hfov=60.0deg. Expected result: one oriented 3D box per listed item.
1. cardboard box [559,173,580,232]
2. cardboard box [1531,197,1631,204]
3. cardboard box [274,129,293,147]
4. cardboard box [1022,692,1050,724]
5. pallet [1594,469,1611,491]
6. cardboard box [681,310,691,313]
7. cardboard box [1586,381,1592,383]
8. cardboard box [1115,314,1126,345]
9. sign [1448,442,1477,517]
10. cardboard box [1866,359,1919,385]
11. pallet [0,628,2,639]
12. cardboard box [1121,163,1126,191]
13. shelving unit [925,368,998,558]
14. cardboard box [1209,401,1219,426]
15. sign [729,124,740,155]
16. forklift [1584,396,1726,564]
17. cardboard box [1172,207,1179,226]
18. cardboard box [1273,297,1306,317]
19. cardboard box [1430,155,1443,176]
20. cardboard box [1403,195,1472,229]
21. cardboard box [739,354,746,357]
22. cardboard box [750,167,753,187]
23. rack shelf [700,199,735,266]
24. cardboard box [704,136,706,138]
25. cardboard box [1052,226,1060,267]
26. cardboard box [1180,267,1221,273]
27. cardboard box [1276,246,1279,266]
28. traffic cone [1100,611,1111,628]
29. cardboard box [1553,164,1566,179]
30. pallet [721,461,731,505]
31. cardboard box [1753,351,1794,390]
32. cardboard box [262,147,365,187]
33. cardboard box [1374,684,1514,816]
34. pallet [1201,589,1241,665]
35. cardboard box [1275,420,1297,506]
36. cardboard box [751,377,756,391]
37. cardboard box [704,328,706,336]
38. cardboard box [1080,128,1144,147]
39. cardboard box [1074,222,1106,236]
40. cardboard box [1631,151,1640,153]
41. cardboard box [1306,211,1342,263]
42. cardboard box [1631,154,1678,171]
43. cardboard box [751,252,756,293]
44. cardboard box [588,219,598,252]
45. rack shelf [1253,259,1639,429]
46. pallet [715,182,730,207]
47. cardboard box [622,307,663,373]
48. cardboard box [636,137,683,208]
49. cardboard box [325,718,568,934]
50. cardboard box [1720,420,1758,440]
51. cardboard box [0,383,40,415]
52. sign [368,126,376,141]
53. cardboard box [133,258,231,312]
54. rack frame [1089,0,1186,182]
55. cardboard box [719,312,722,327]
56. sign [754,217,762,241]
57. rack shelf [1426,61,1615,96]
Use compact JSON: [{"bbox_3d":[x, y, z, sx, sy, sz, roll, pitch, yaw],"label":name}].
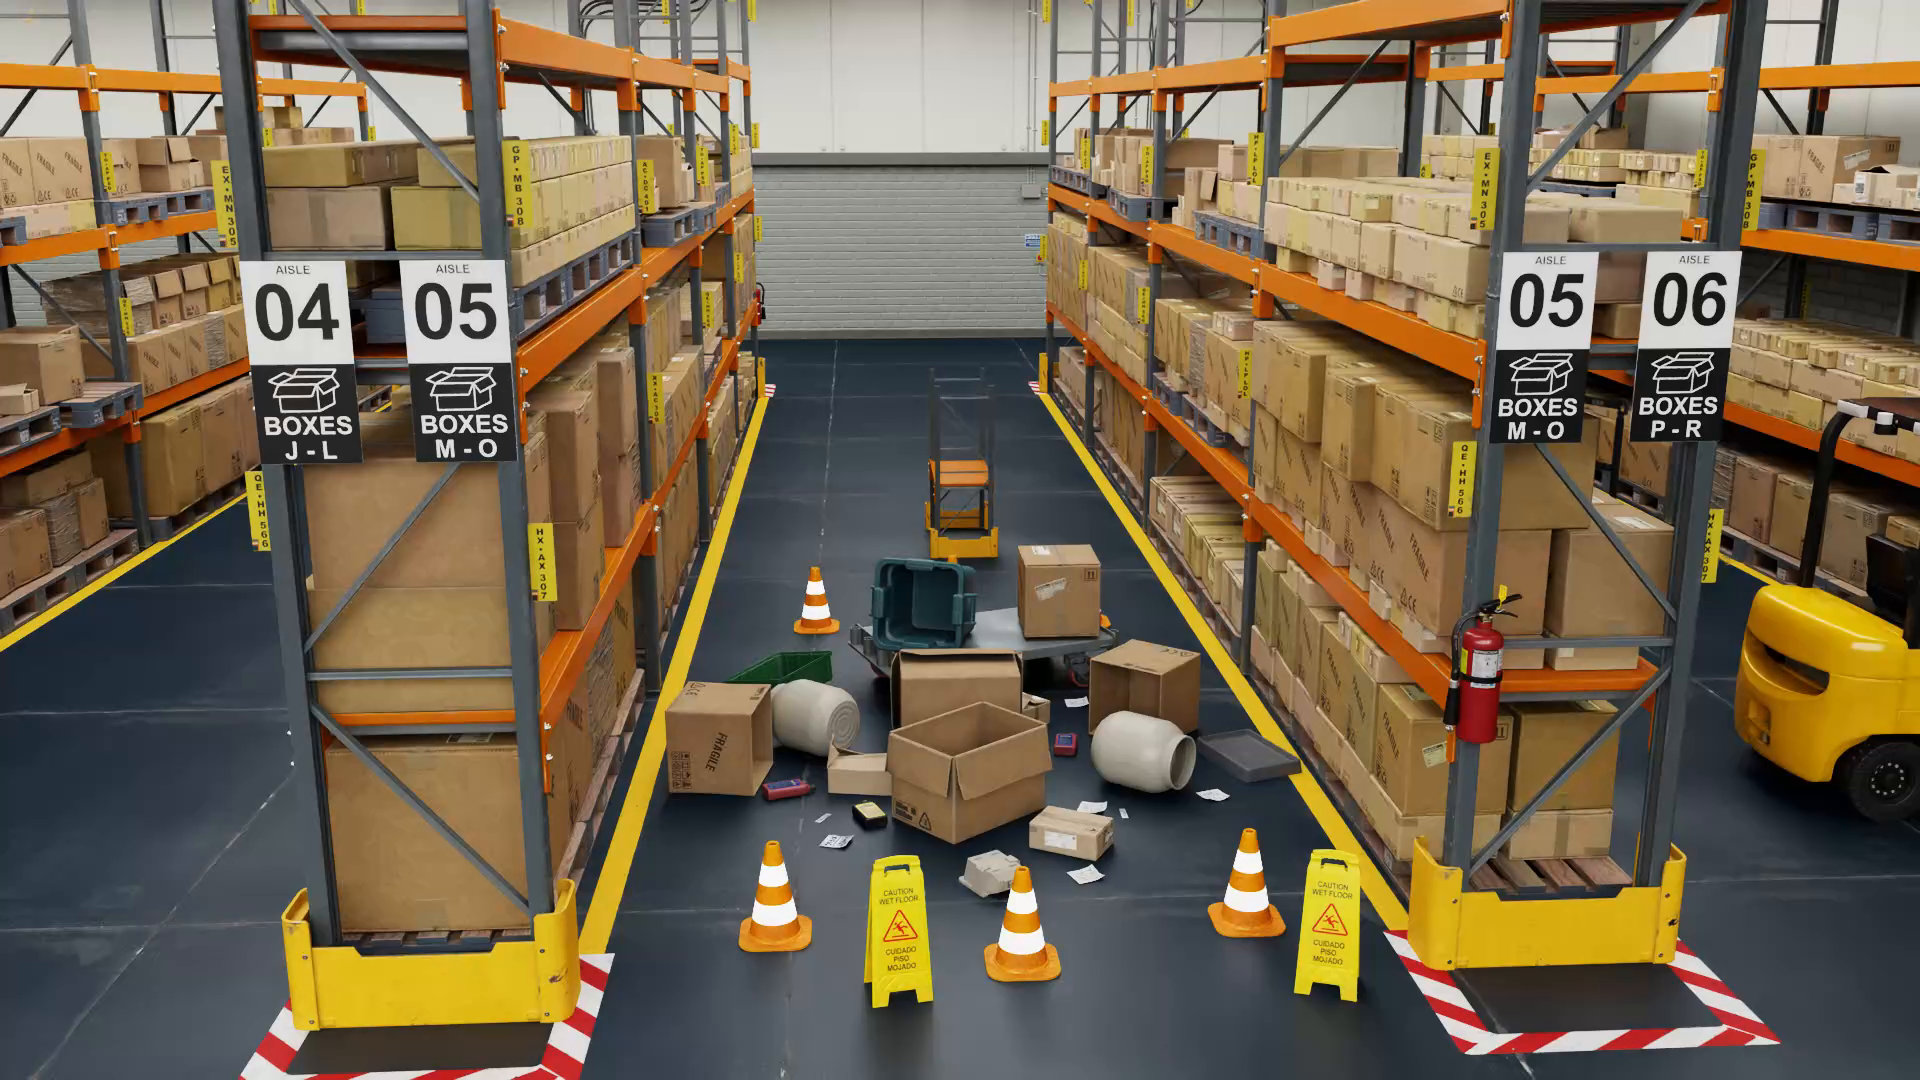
[{"bbox_3d":[-2.089,-1.596,7.851,0.500,0.250,0.500,-1,14,-4],"label":"cardboard box"},{"bbox_3d":[2.938,-1.544,7.891,0.380,0.149,0.250,-1,14,-4],"label":"cardboard box"},{"bbox_3d":[-8.088,-4.458,19.069,0.700,0.500,0.500,0,14,-1],"label":"cardboard box"},{"bbox_3d":[0.344,1.019,10.533,0.258,0.266,0.396,-13,20,-42],"label":"cardboard box"},{"bbox_3d":[7.060,-0.752,17.524,1.003,0.211,1.213,-1,14,-3],"label":"pallet"},{"bbox_3d":[-2.612,-2.050,15.440,0.380,0.149,0.250,-1,14,-4],"label":"cardboard box"},{"bbox_3d":[6.772,-1.690,18.448,0.380,0.149,0.250,-2,15,-6],"label":"cardboard box"},{"bbox_3d":[1.816,-2.076,16.373,0.500,0.250,0.500,-1,14,-5],"label":"cardboard box"},{"bbox_3d":[2.128,-0.256,7.044,0.100,0.325,0.005,-1,14,-3],"label":"sign"},{"bbox_3d":[7.001,-1.251,12.368,0.380,0.149,0.250,-1,14,-5],"label":"cardboard box"},{"bbox_3d":[-7.505,0.769,11.614,1.003,0.211,1.213,-1,14,-3],"label":"pallet"},{"bbox_3d":[1.753,-3.464,15.876,0.396,0.266,0.258,-1,14,-5],"label":"cardboard box"},{"bbox_3d":[0.005,-0.707,14.766,0.587,1.500,1.083,-1,14,-3],"label":"shelving unit"},{"bbox_3d":[2.058,-0.939,12.317,0.380,0.149,0.250,-1,14,-3],"label":"cardboard box"},{"bbox_3d":[-2.441,-4.332,17.996,0.100,0.325,0.005,-1,14,-3],"label":"sign"},{"bbox_3d":[5.118,-1.302,14.204,1.130,2.935,3.031,-9,17,-30],"label":"forklift"},{"bbox_3d":[2.037,-2.786,14.318,0.380,0.149,0.250,-1,14,-3],"label":"cardboard box"},{"bbox_3d":[2.571,-1.843,13.228,0.380,0.149,0.250,-2,15,-6],"label":"cardboard box"},{"bbox_3d":[6.453,-4.886,21.681,0.500,0.250,0.500,-1,14,-2],"label":"cardboard box"},{"bbox_3d":[2.384,-1.595,8.092,0.380,0.149,0.250,-1,14,-3],"label":"cardboard box"},{"bbox_3d":[-2.998,-2.343,21.799,0.380,0.149,0.250,-1,14,-2],"label":"cardboard box"},{"bbox_3d":[-2.950,-4.695,21.534,0.500,0.250,0.500,-1,14,-5],"label":"cardboard box"},{"bbox_3d":[-2.871,-3.036,16.229,1.077,0.370,4.000,-1,14,-3],"label":"rack shelf"},{"bbox_3d":[-3.452,-5.091,21.272,0.380,0.149,0.250,0,14,-1],"label":"cardboard box"},{"bbox_3d":[1.476,-3.806,21.590,0.500,0.500,0.500,-1,14,-5],"label":"cardboard box"},{"bbox_3d":[2.361,-2.318,15.808,0.500,0.500,0.500,-1,14,-3],"label":"cardboard box"},{"bbox_3d":[2.208,-1.790,10.447,0.380,0.149,0.250,-1,14,-4],"label":"cardboard box"},{"bbox_3d":[0.961,0.401,12.539,0.336,0.463,0.334,-1,14,-3],"label":"traffic cone"},{"bbox_3d":[6.541,-3.920,17.682,0.380,0.149,0.250,-1,14,-3],"label":"cardboard box"},{"bbox_3d":[-2.866,-0.581,16.859,1.003,0.211,1.213,-1,14,-3],"label":"pallet"},{"bbox_3d":[6.969,-1.414,13.798,0.500,0.250,0.500,-1,14,-5],"label":"cardboard box"},{"bbox_3d":[-2.611,-1.492,6.646,0.380,0.149,0.250,-1,14,-3],"label":"cardboard box"},{"bbox_3d":[2.373,1.024,8.198,0.500,0.500,0.500,-1,14,-3],"label":"cardboard box"},{"bbox_3d":[2.386,0.616,12.208,1.003,0.211,1.213,-1,14,-3],"label":"pallet"},{"bbox_3d":[2.239,-0.495,10.133,0.500,0.500,0.500,-1,14,-4],"label":"cardboard box"},{"bbox_3d":[-2.885,-2.056,21.877,0.380,0.149,0.250,0,14,-2],"label":"cardboard box"},{"bbox_3d":[-2.645,-2.042,16.006,0.380,0.149,0.250,-1,14,-3],"label":"cardboard box"},{"bbox_3d":[1.824,-4.620,19.691,0.797,0.503,0.637,0,14,1],"label":"cardboard box"},{"bbox_3d":[1.587,-3.768,20.141,0.380,0.149,0.250,-1,14,-5],"label":"cardboard box"},{"bbox_3d":[7.058,-3.940,17.163,0.380,0.149,0.250,-1,14,-3],"label":"cardboard box"},{"bbox_3d":[2.249,-1.698,9.292,0.500,0.250,0.500,-1,14,-3],"label":"cardboard box"},{"bbox_3d":[6.763,-3.671,16.159,0.380,0.149,0.250,-1,14,-5],"label":"cardboard box"},{"bbox_3d":[-2.958,-3.508,21.844,0.500,0.500,0.500,-1,14,-2],"label":"cardboard box"},{"bbox_3d":[-2.062,-1.557,8.498,0.380,0.149,0.250,-1,14,-4],"label":"cardboard box"},{"bbox_3d":[2.559,-1.148,8.891,1.077,0.370,4.000,-1,14,-3],"label":"rack shelf"},{"bbox_3d":[-3.063,-3.635,17.493,1.213,0.211,1.003,-1,14,-3],"label":"pallet"},{"bbox_3d":[-2.630,-1.474,12.530,0.700,0.500,0.500,-1,14,-4],"label":"cardboard box"},{"bbox_3d":[-2.359,-2.759,12.466,0.500,0.500,0.500,-1,14,-3],"label":"cardboard box"},{"bbox_3d":[-2.359,1.214,7.711,0.875,0.875,0.875,-1,14,-3],"label":"cardboard box"},{"bbox_3d":[7.420,-1.055,15.977,0.380,0.149,0.250,0,14,-1],"label":"cardboard box"},{"bbox_3d":[-7.331,-1.110,12.749,0.396,0.266,0.258,-1,14,-5],"label":"cardboard box"},{"bbox_3d":[-7.657,-5.220,21.658,0.100,0.325,0.005,-1,14,-3],"label":"sign"},{"bbox_3d":[-7.872,-2.582,16.828,0.797,0.503,0.637,-1,14,-3],"label":"cardboard box"},{"bbox_3d":[1.940,-5.436,18.094,1.000,3.000,0.127,-1,14,-3],"label":"rack frame"},{"bbox_3d":[-2.755,-2.350,17.802,0.380,0.149,0.250,-1,14,-3],"label":"cardboard box"},{"bbox_3d":[-2.687,-4.141,22.143,0.100,0.325,0.005,-1,14,-3],"label":"sign"},{"bbox_3d":[6.770,-5.661,20.418,1.077,0.370,4.000,-1,14,-3],"label":"rack shelf"}]
